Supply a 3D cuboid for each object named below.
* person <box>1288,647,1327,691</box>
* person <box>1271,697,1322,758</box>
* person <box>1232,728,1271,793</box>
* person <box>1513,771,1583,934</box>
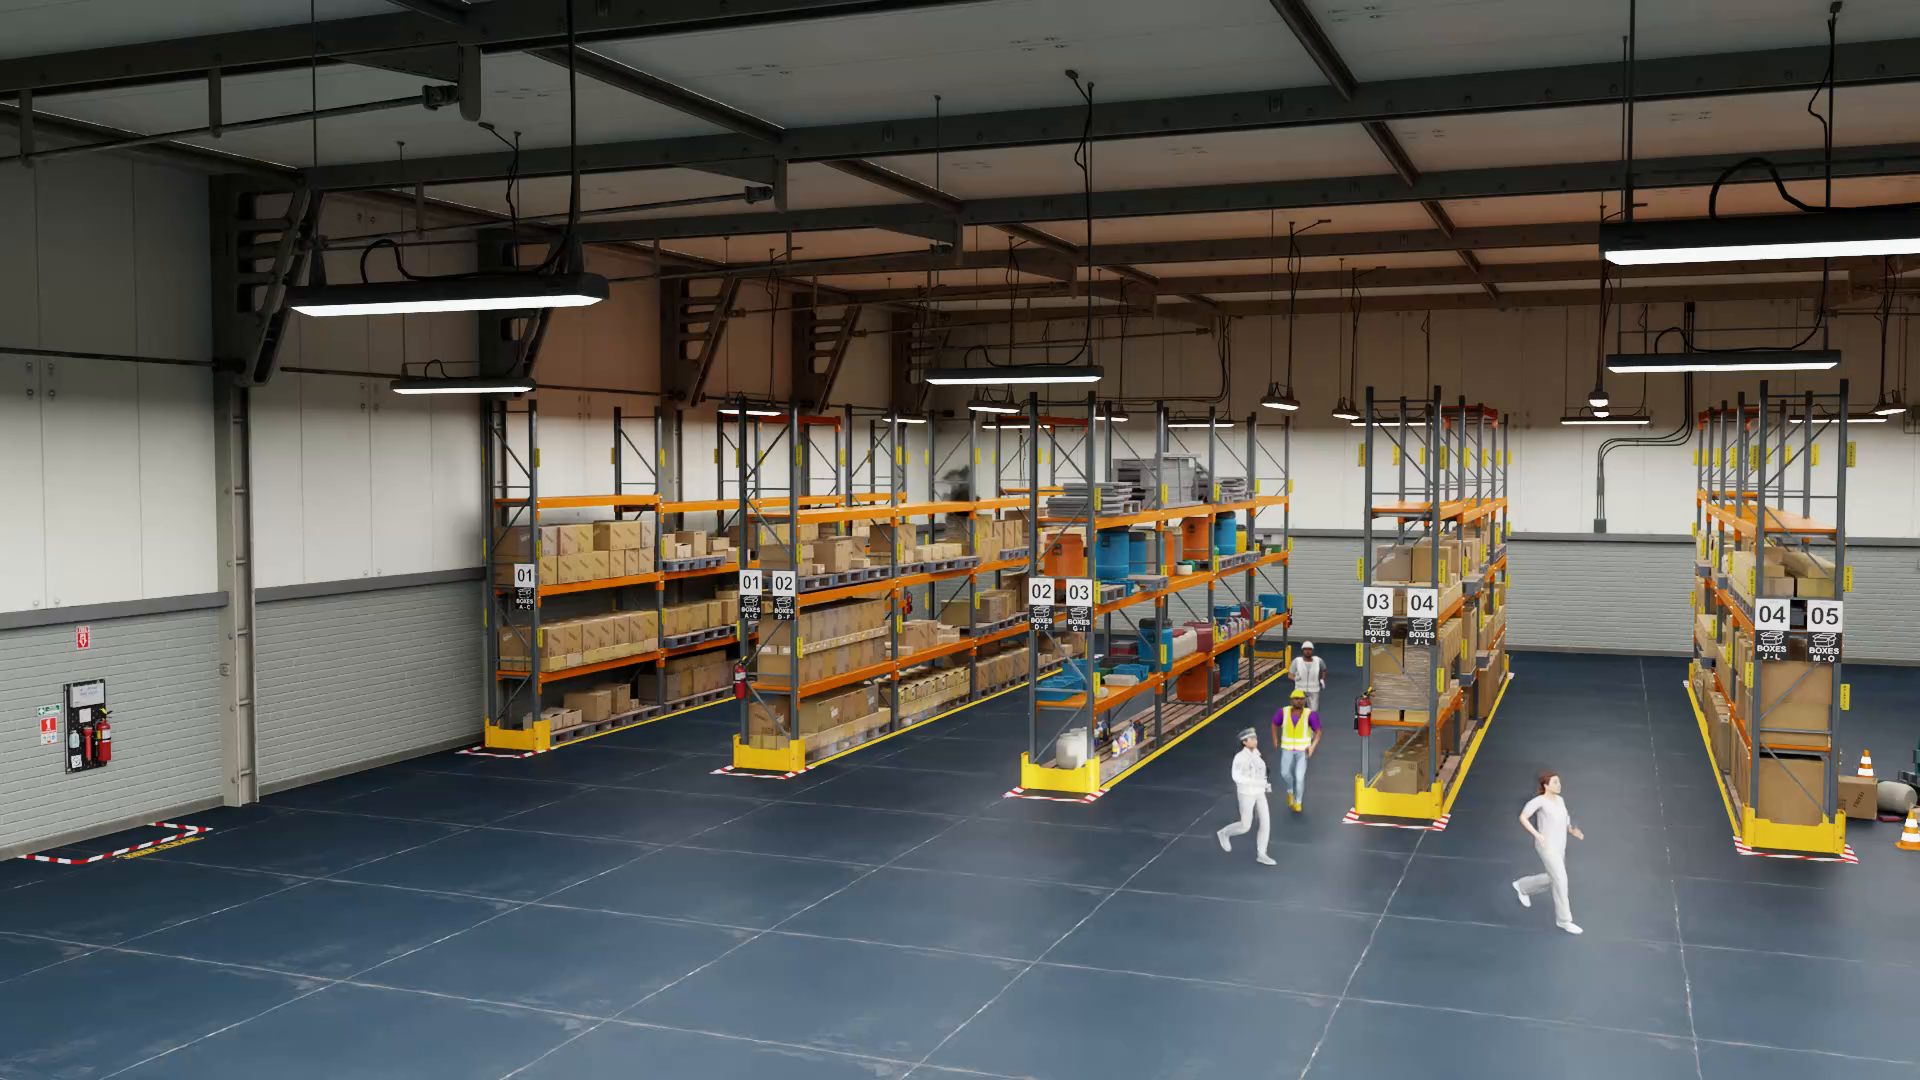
[{"bbox_3d":[6.041,2.209,28.897,0.681,0.811,0.631,1,3,10],"label":"person"},{"bbox_3d":[4.762,2.608,23.593,0.728,0.912,0.415,1,3,20],"label":"person"},{"bbox_3d":[3.641,2.731,20.543,0.625,0.829,0.517,-2,4,-41],"label":"person"},{"bbox_3d":[6.287,3.301,17.820,0.567,1.669,0.879,-2,3,-35],"label":"person"}]
